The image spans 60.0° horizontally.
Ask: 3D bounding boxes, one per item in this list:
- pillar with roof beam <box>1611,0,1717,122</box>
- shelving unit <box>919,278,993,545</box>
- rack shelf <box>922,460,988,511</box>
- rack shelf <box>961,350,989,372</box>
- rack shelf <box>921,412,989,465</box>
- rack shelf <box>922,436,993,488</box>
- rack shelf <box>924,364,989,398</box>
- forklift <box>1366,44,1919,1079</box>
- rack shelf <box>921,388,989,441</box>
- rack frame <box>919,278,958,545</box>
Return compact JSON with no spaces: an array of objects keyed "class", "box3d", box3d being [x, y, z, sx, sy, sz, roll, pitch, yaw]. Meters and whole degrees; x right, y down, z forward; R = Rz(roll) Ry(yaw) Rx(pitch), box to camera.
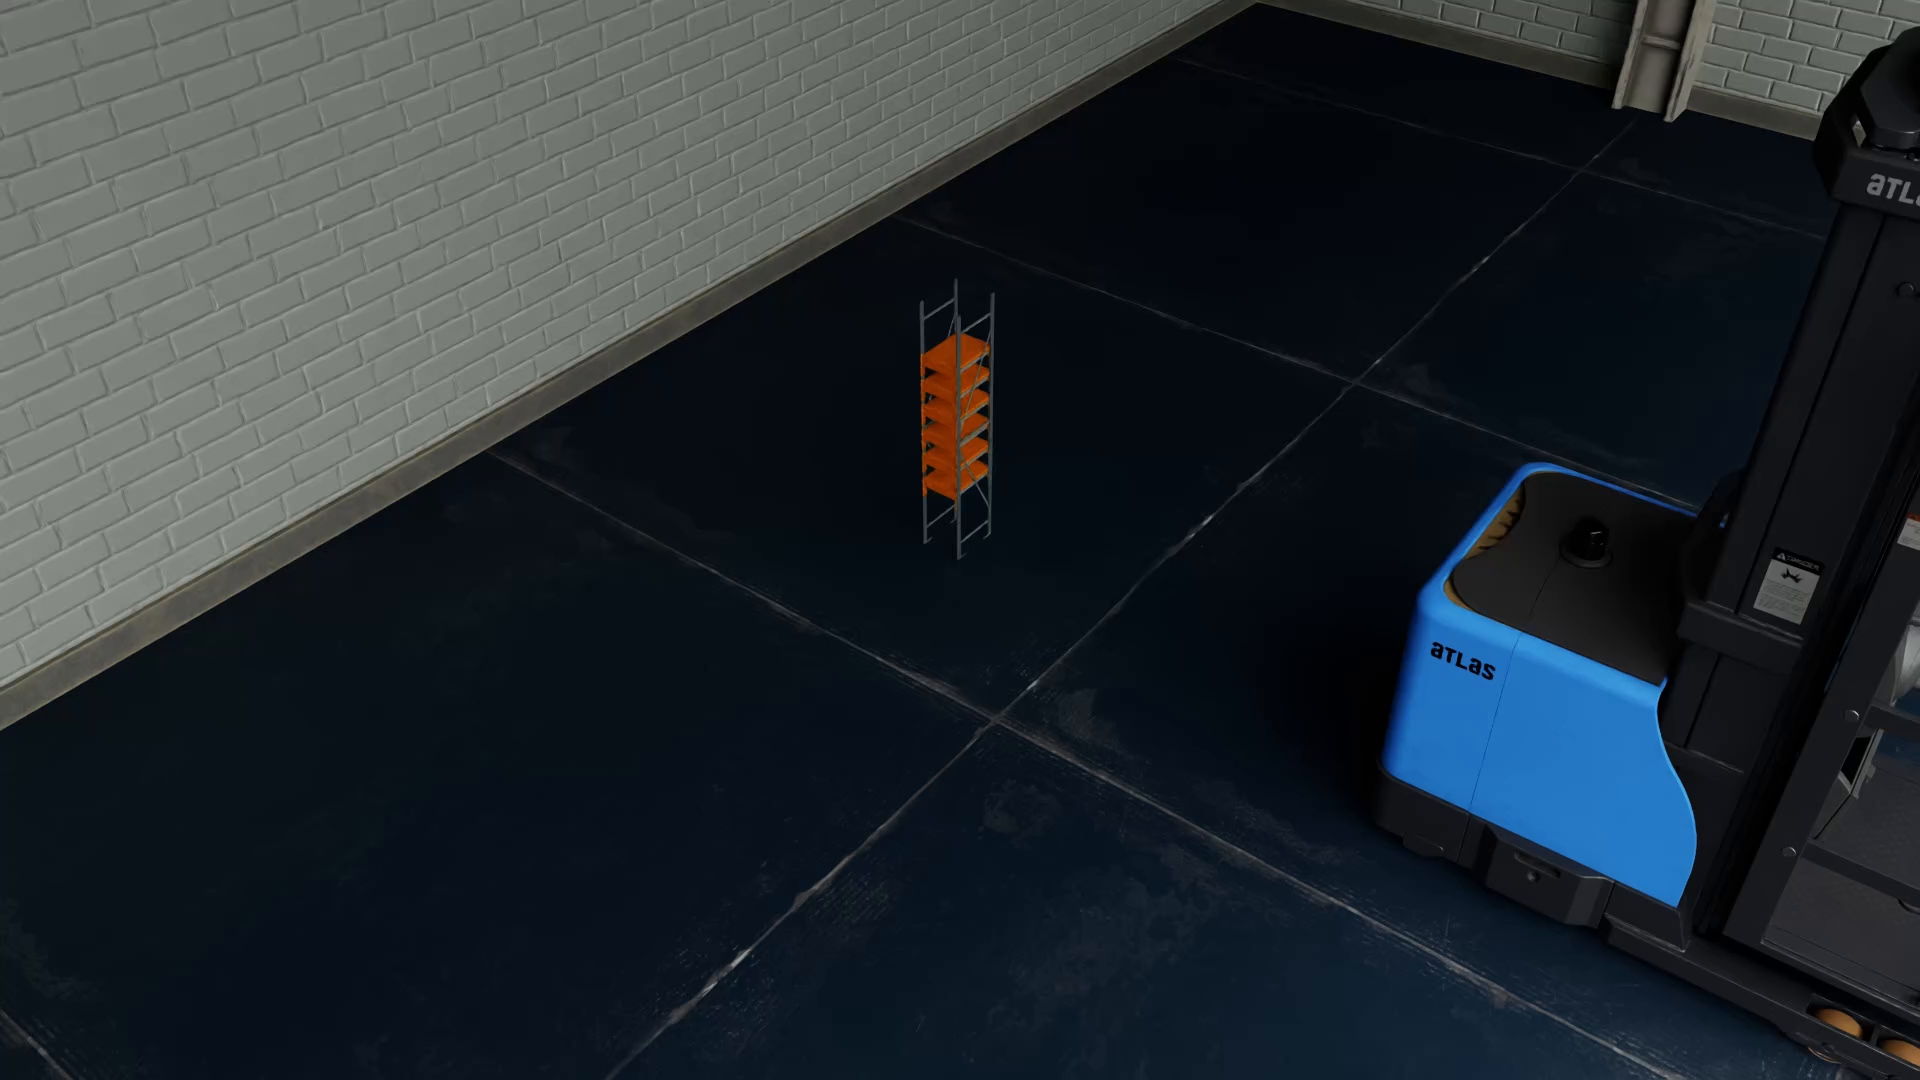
[{"class":"pillar with roof beam","box3d":[1.884,-4.262,5.394,0.400,9.000,9.100,25,45,29]},{"class":"shelving unit","box3d":[-0.013,-0.479,6.888,0.184,1.200,0.258,25,45,29]},{"class":"rack shelf","box3d":[-0.011,-0.254,7.062,0.180,0.103,0.258,25,45,29]},{"class":"rack shelf","box3d":[-0.012,-0.742,6.680,0.166,0.020,0.199,25,45,29]},{"class":"rack shelf","box3d":[-0.011,-0.443,6.914,0.180,0.103,0.258,25,45,29]},{"class":"rack shelf","box3d":[-0.011,-0.348,6.988,0.180,0.103,0.258,25,45,29]},{"class":"rack shelf","box3d":[-0.011,-0.653,6.750,0.171,0.034,0.221,25,45,29]},{"class":"forklift","box3d":[2.933,0.218,4.703,3.031,2.797,1.129,24,44,28]},{"class":"rack shelf","box3d":[-0.011,-0.537,6.840,0.180,0.103,0.258,25,45,29]},{"class":"rack frame","box3d":[-0.084,-0.512,6.931,0.006,1.200,0.240,25,45,29]}]
